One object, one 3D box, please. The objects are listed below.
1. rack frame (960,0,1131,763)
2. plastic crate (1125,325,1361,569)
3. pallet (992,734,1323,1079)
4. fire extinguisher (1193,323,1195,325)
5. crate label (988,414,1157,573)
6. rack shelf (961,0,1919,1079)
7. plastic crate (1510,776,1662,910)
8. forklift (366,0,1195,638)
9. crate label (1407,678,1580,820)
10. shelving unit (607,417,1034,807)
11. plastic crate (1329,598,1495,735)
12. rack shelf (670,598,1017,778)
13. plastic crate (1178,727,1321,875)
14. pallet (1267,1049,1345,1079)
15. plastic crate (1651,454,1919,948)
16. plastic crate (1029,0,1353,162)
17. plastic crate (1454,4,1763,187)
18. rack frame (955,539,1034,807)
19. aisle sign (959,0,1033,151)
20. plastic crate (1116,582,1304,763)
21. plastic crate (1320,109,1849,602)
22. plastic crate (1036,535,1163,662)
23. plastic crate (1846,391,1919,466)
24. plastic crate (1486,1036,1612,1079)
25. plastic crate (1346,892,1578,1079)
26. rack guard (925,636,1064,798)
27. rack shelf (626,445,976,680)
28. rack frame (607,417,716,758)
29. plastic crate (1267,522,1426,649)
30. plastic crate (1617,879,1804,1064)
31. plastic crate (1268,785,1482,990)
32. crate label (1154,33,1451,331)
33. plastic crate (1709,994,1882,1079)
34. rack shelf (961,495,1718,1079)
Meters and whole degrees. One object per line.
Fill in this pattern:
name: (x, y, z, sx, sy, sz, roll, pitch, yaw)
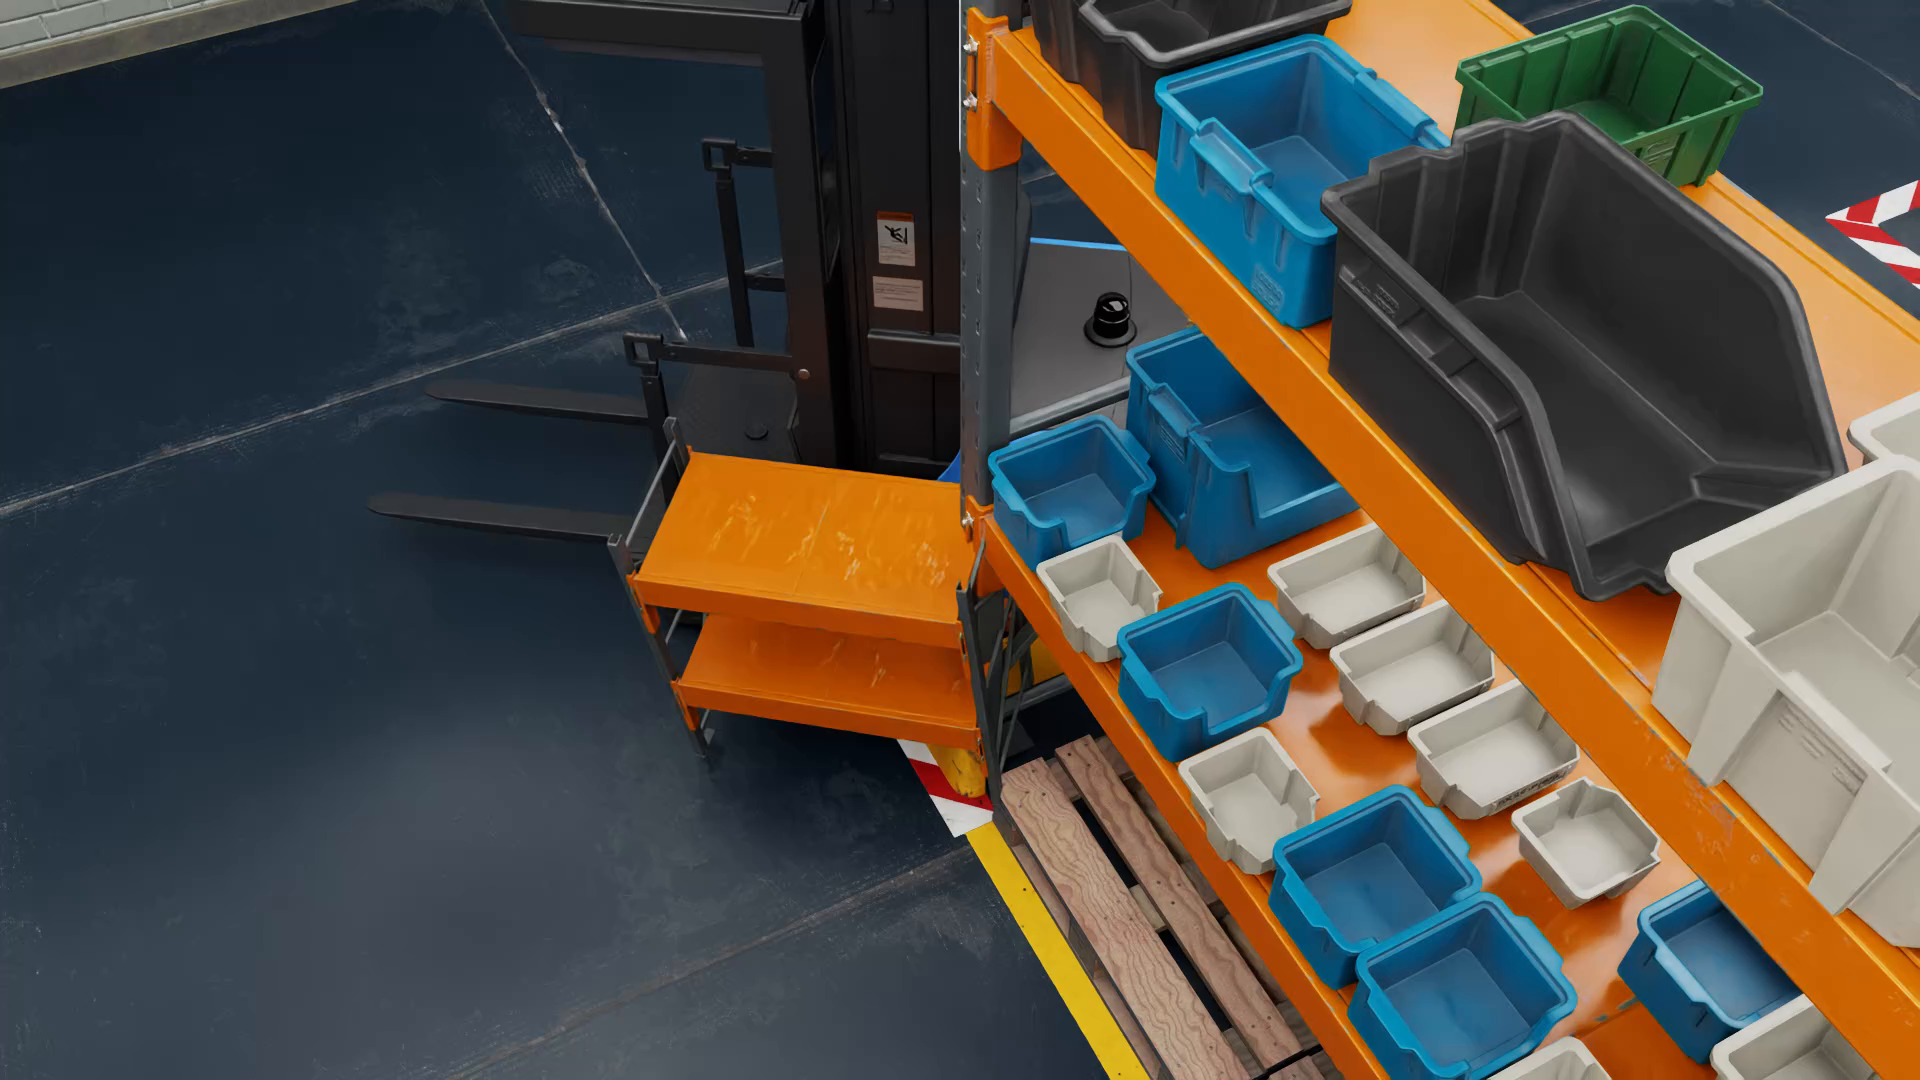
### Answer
rack frame: (0.472, -0.421, 4.626, 1.000, 3.000, 0.127, -21, 52, -18)
plastic crate: (0.791, -0.293, 4.450, 0.616, 0.435, 0.499, -21, 52, -18)
pallet: (0.814, 1.062, 5.181, 1.003, 0.211, 1.213, -21, 52, -18)
fire extinguisher: (0.807, -0.531, 5.020, 0.296, 0.674, 0.183, -21, 52, -18)
crate label: (0.292, -0.107, 4.422, 0.416, 0.233, 0.303, -21, 52, -18)
rack shelf: (1.387, 0.167, 2.597, 1.077, 0.370, 4.000, -21, 52, -18)
plastic crate: (1.427, 0.698, 3.782, 0.298, 0.136, 0.250, -21, 52, -18)
forklift: (-0.620, -1.029, 5.203, 3.031, 2.935, 1.130, 6, 49, 5)
crate label: (1.275, 0.506, 3.950, 0.396, 0.136, 0.243, -21, 52, -18)
shelving unit: (-0.372, 0.241, 5.142, 1.048, 1.125, 0.538, 7, 52, 13)
plastic crate: (1.125, 0.328, 4.106, 0.396, 0.136, 0.243, -21, 52, -18)
rack shelf: (-0.347, 0.395, 5.330, 1.000, 0.278, 0.538, 7, 52, 13)
plastic crate: (0.675, 0.622, 3.849, 0.250, 0.136, 0.298, -21, 52, -18)
pallet: (1.369, 1.877, 4.468, 1.003, 0.211, 1.213, -21, 52, -18)
plastic crate: (1.211, 0.220, 2.151, 0.437, 0.282, 0.530, -21, 52, -18)
plastic crate: (0.400, -1.012, 3.236, 0.497, 0.269, 0.590, -21, 52, -18)
plastic crate: (1.177, -0.777, 3.085, 0.450, 0.188, 0.336, -21, 52, -18)
rack frame: (0.118, 0.303, 5.025, 0.032, 1.125, 0.500, 7, 52, 13)
aisle sign: (0.174, -1.223, 3.600, 0.394, 0.787, 0.004, -21, 52, -18)
plastic crate: (0.593, 0.333, 4.037, 0.416, 0.233, 0.300, -21, 52, -18)
plastic crate: (0.926, -0.271, 2.543, 0.504, 0.338, 0.767, -21, 52, -18)
plastic crate: (0.365, 0.168, 4.246, 0.250, 0.136, 0.298, -21, 52, -18)
plastic crate: (1.638, -0.025, 2.461, 0.437, 0.136, 0.530, -21, 52, -18)
plastic crate: (1.238, 1.261, 3.290, 0.293, 0.136, 0.466, -21, 52, -18)
plastic crate: (1.032, 0.975, 3.476, 0.416, 0.233, 0.300, -21, 52, -18)
rack guard: (0.449, 0.390, 5.577, 1.175, 0.500, 0.348, -21, 52, -18)
rack shelf: (-0.402, 0.056, 4.916, 1.000, 0.278, 0.538, 7, 52, 13)
rack frame: (-0.863, 0.178, 5.258, 0.032, 1.125, 0.500, 7, 52, 13)
plastic crate: (1.006, 0.129, 4.280, 0.396, 0.136, 0.243, -21, 52, -18)
plastic crate: (1.639, 0.900, 3.541, 0.416, 0.233, 0.300, -21, 52, -18)
plastic crate: (0.894, 0.774, 3.652, 0.416, 0.233, 0.300, -21, 52, -18)
crate label: (0.606, -0.631, 2.915, 0.408, 0.251, 0.502, -21, 52, -18)
plastic crate: (1.767, 1.190, 3.256, 0.437, 0.282, 0.530, -21, 52, -18)
rack shelf: (1.387, 1.154, 3.726, 1.077, 0.370, 4.000, -21, 52, -18)
